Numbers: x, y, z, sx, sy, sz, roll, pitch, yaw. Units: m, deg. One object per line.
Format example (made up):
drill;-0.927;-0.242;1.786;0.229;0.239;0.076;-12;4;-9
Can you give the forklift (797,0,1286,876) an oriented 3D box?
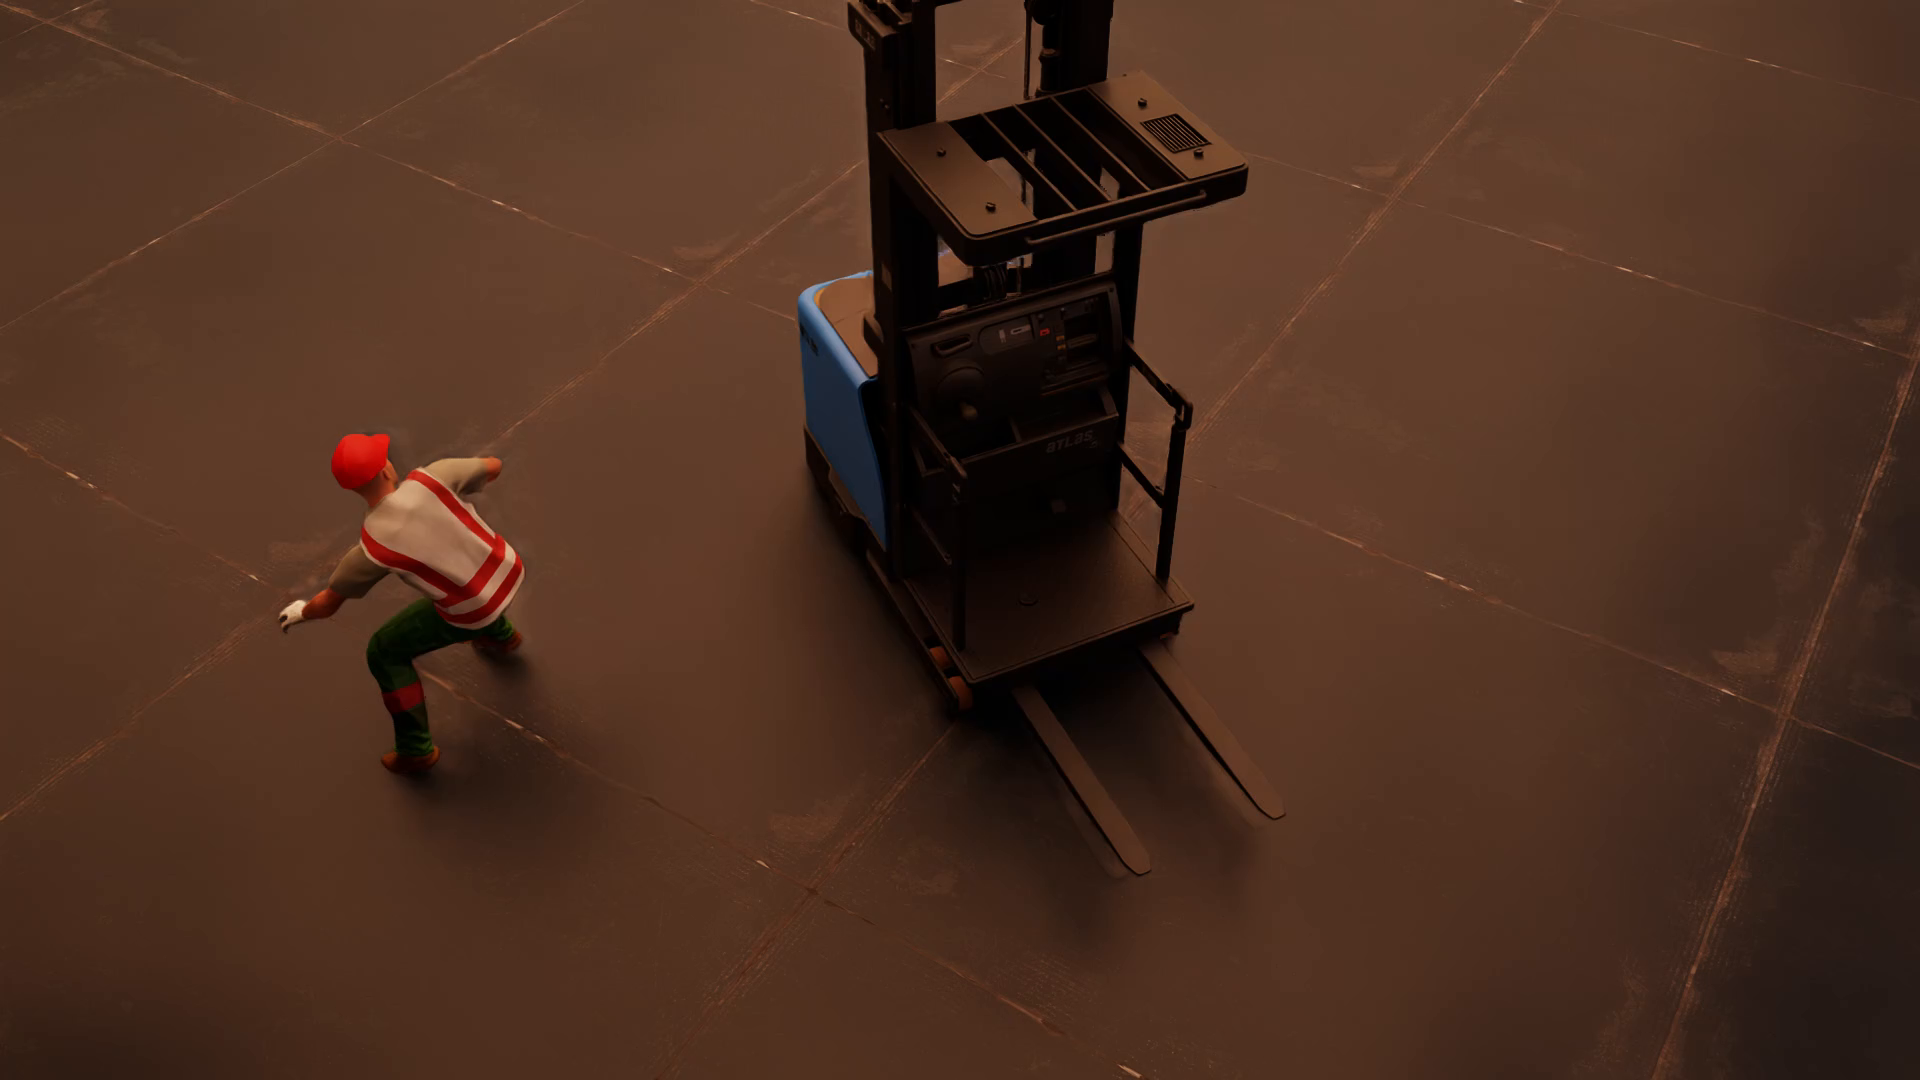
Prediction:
forklift;0.324;-0.666;6.551;1.130;2.935;3.031;-18;46;-18

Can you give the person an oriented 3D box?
person;-2.230;0.167;6.744;0.853;1.528;0.852;18;46;18
